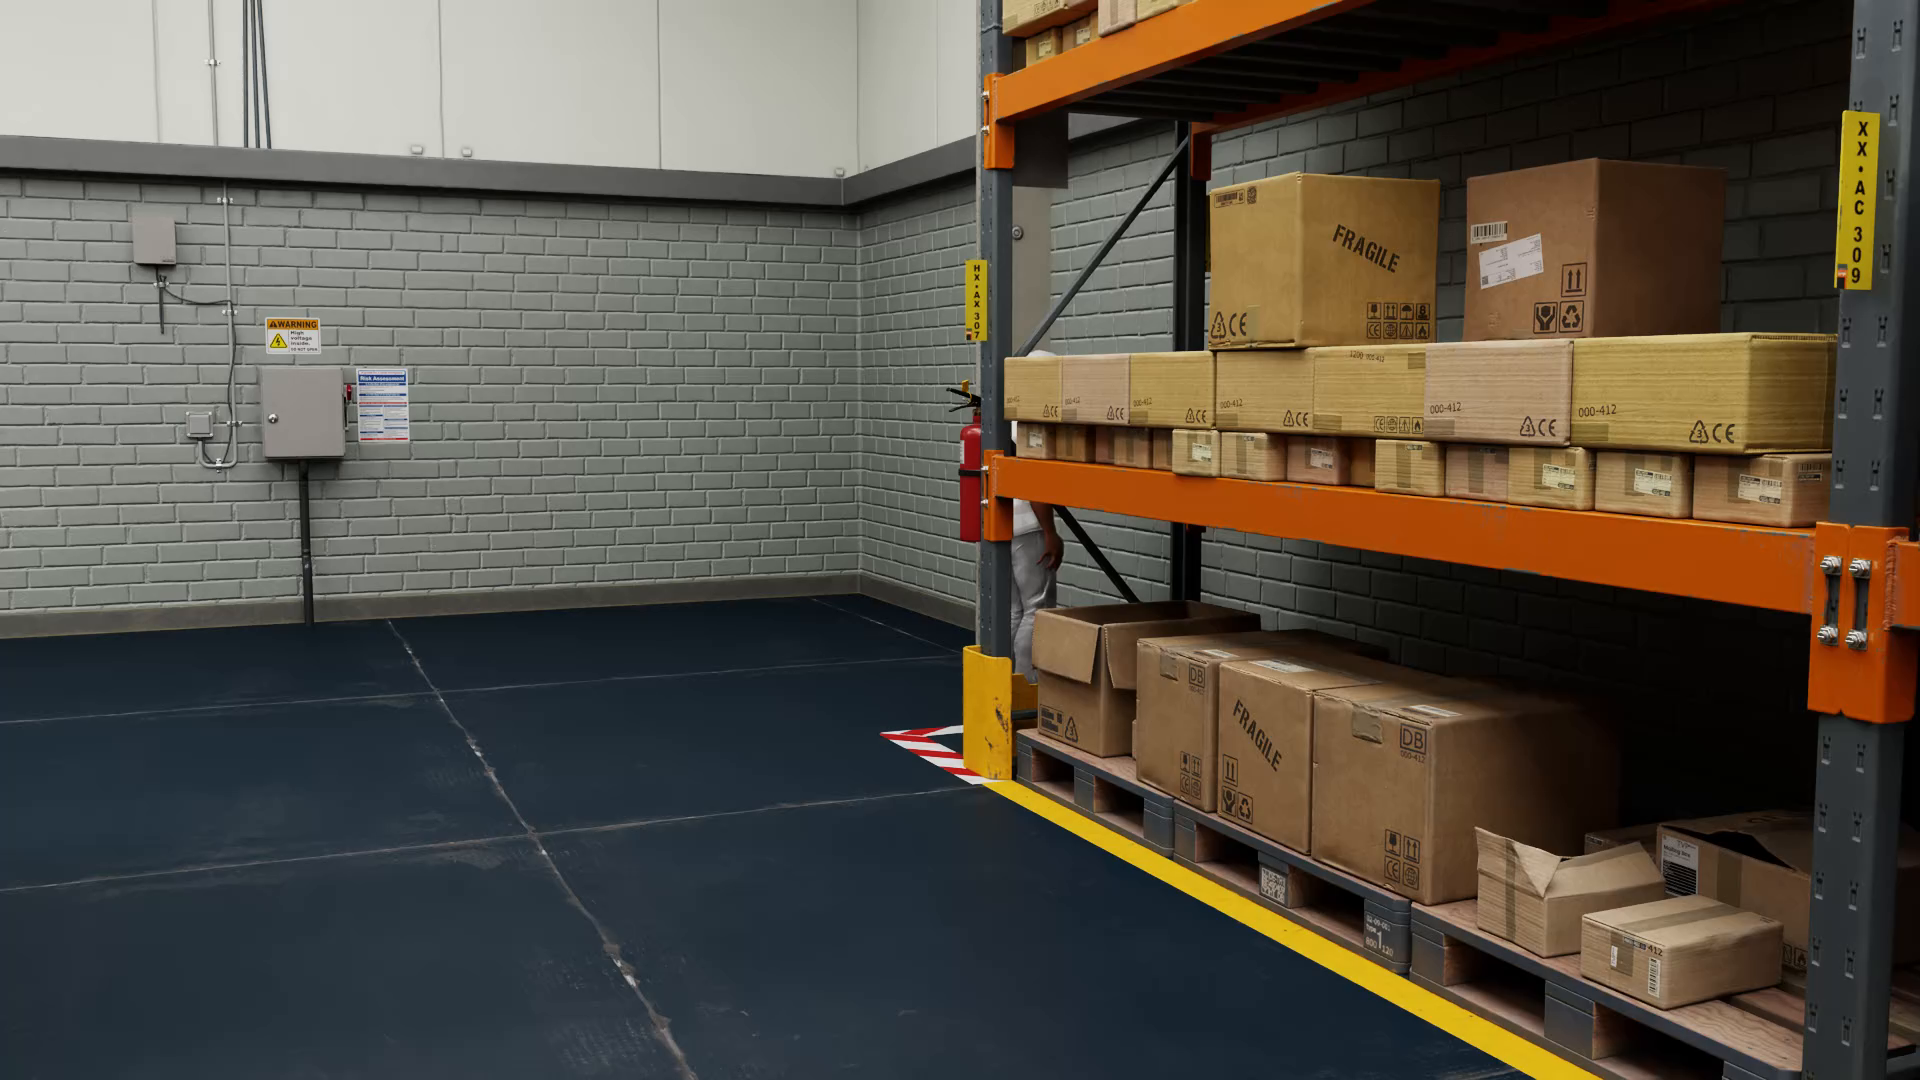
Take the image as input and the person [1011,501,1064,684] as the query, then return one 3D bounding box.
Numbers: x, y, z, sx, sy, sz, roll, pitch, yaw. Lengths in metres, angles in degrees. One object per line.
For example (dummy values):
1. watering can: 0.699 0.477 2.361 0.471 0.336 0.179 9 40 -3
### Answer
1. person: 0.348 -0.053 8.112 0.361 1.661 0.629 -2 6 -17
